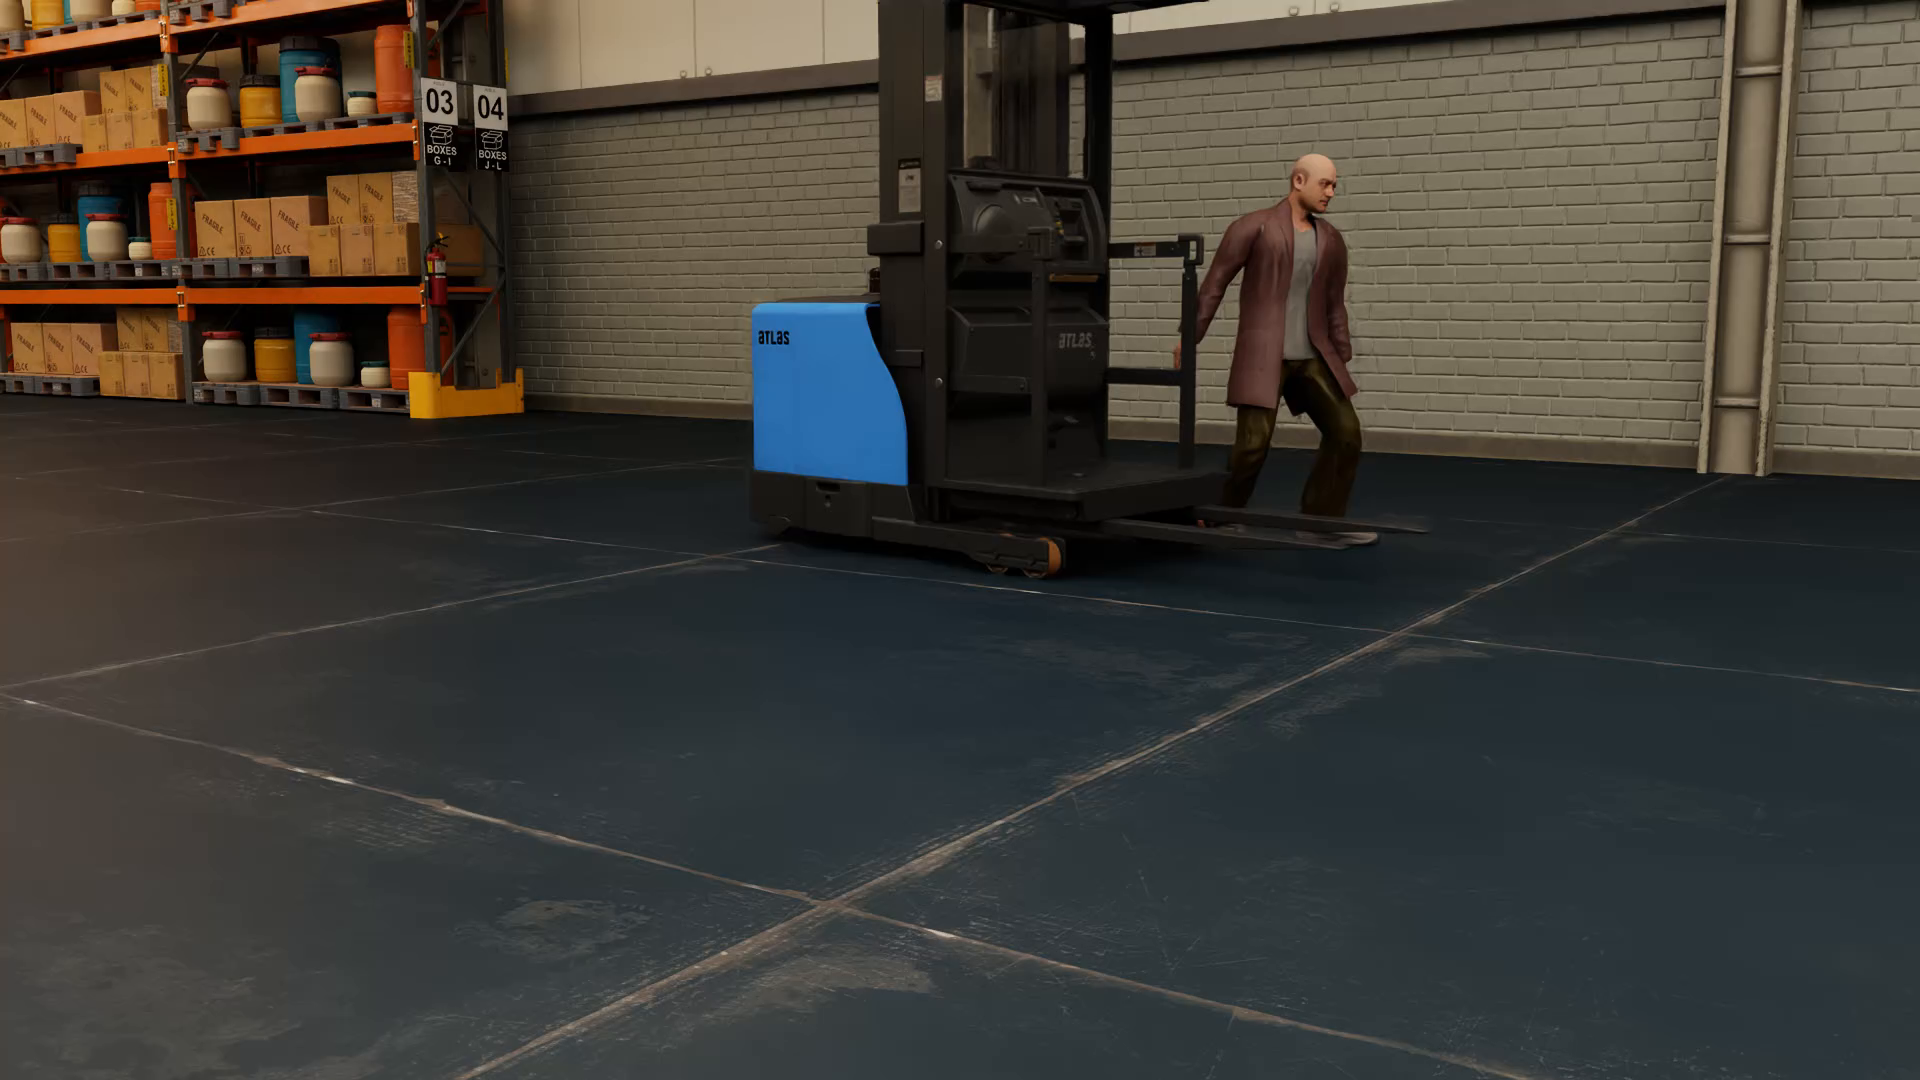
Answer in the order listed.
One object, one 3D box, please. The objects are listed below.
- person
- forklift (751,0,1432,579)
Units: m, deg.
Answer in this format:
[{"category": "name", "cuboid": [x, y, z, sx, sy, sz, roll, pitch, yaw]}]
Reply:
[{"category": "person", "cuboid": [1.391, -0.816, 7.364, 0.916, 1.736, 0.553, -2, 8, -14]}, {"category": "forklift", "cuboid": [0.452, -1.379, 6.892, 3.031, 2.935, 1.130, 7, 11, 43]}]
